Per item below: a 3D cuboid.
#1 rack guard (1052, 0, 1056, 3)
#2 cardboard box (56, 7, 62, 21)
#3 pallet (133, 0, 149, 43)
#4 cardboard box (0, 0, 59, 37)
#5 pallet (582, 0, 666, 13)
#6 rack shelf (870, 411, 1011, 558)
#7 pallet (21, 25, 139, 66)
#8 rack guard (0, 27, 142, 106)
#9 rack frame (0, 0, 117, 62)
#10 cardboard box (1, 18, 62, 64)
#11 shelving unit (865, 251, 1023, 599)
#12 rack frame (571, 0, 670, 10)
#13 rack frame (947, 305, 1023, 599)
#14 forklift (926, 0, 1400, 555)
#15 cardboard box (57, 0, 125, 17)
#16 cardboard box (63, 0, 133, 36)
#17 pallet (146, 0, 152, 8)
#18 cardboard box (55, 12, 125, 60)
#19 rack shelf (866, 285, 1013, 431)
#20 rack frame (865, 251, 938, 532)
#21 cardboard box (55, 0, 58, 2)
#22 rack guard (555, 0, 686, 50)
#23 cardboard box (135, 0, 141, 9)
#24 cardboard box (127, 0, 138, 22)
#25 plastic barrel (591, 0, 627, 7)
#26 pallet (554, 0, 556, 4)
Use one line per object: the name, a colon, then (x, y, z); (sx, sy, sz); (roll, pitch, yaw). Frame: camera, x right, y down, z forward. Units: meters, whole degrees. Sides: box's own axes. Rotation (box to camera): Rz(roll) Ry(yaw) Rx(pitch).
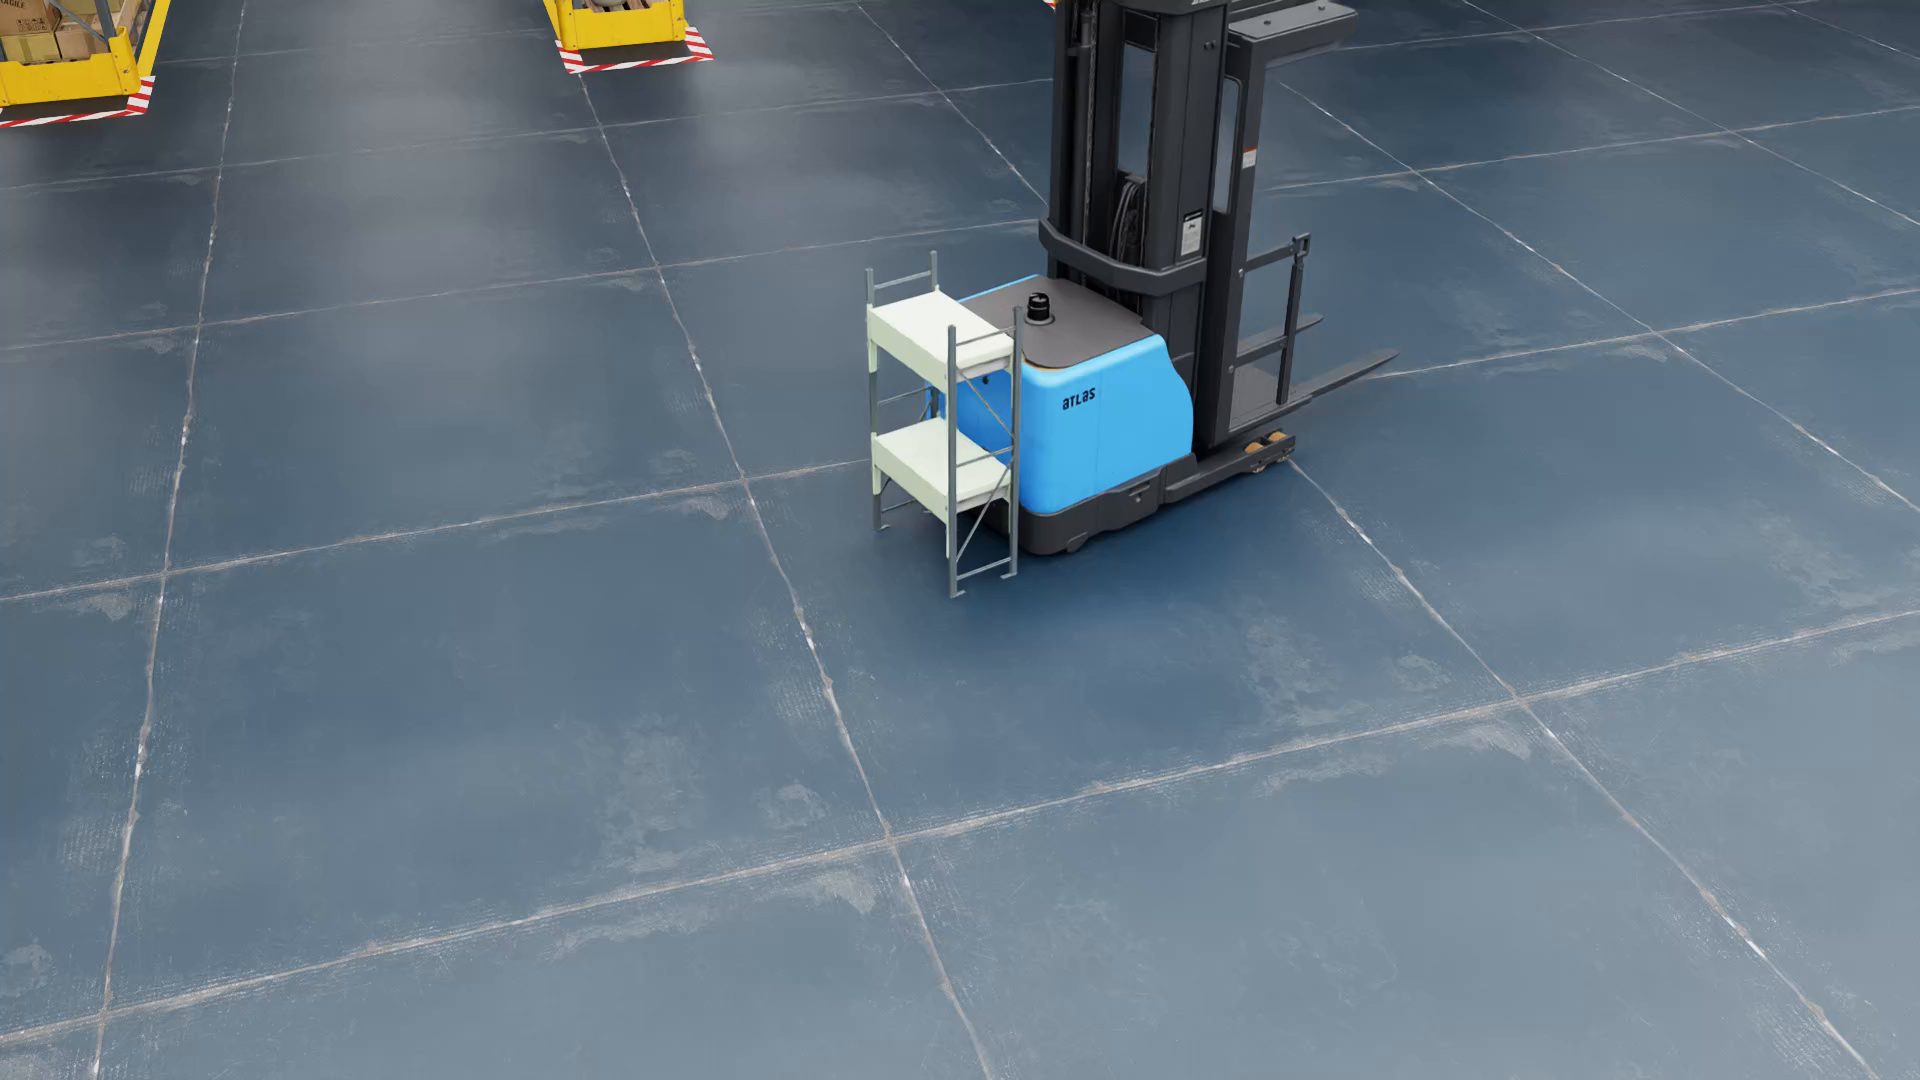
rack guard: (1.515, -5.875, 17.187); (1.175, 0.500, 0.348); (-10, 35, -15)
cardboard box: (-8.506, -4.734, 15.307); (0.500, 0.250, 0.500); (-10, 35, -15)
pallet: (-8.539, -5.085, 16.253); (1.003, 0.211, 1.213); (-10, 35, -15)
cardboard box: (-8.344, -4.786, 14.706); (0.500, 0.500, 0.500); (-10, 35, -15)
pallet: (-3.489, -5.341, 16.641); (1.003, 0.211, 1.213); (-10, 35, -15)
rack shelf: (-0.085, -0.292, 8.422); (0.431, 0.370, 0.720); (-20, 38, -27)
pallet: (-8.170, -4.445, 15.285); (1.003, 0.211, 1.213); (-10, 35, -15)
rack guard: (-7.890, -4.159, 14.590); (1.175, 0.500, 0.348); (-10, 35, -15)
rack frame: (-7.897, -5.214, 13.920); (1.000, 3.000, 0.127); (-10, 35, -15)
cardboard box: (-8.342, -4.474, 14.913); (0.500, 0.250, 0.500); (-10, 35, -15)
shelving unit: (-0.085, -0.564, 8.243); (0.431, 1.500, 0.755); (-20, 38, -27)
rack frame: (-3.179, -6.045, 15.177); (1.000, 3.000, 0.127); (-10, 35, -15)
rack frame: (0.116, -0.395, 7.987); (0.400, 1.500, 0.023); (-20, 38, -27)
forklift: (1.274, -1.806, 8.824); (3.031, 2.935, 1.130); (-24, 40, -31)
cardboard box: (-8.003, -5.136, 15.235); (0.500, 0.500, 0.500); (-10, 35, -15)
cardboard box: (-8.005, -4.823, 15.441); (0.500, 0.250, 0.500); (-10, 35, -15)
pallet: (-8.914, -5.726, 17.224); (1.003, 0.211, 1.213); (-10, 35, -15)
cardboard box: (-7.849, -4.561, 15.045); (0.500, 0.250, 0.500); (-10, 35, -15)
rack shelf: (-0.085, -0.889, 8.027); (0.431, 0.370, 0.720); (-20, 38, -27)
rack frame: (-0.285, -0.732, 8.498); (0.400, 1.500, 0.023); (-20, 38, -27)
cardboard box: (-8.663, -5.309, 15.496); (0.500, 0.500, 0.500); (-10, 35, -15)
rack guard: (-3.246, -5.034, 15.915); (1.175, 0.500, 0.348); (-10, 35, -15)
cardboard box: (-8.305, -5.349, 16.237); (0.500, 0.250, 0.500); (-10, 35, -15)
cardboard box: (-8.157, -5.085, 15.838); (0.500, 0.250, 0.500); (-10, 35, -15)
plastic barrel: (-3.452, -5.515, 16.251); (0.421, 0.512, 0.421); (0, 33, 0)
pallet: (-3.858, -5.980, 17.609); (1.003, 0.211, 1.213); (-10, 35, -15)
